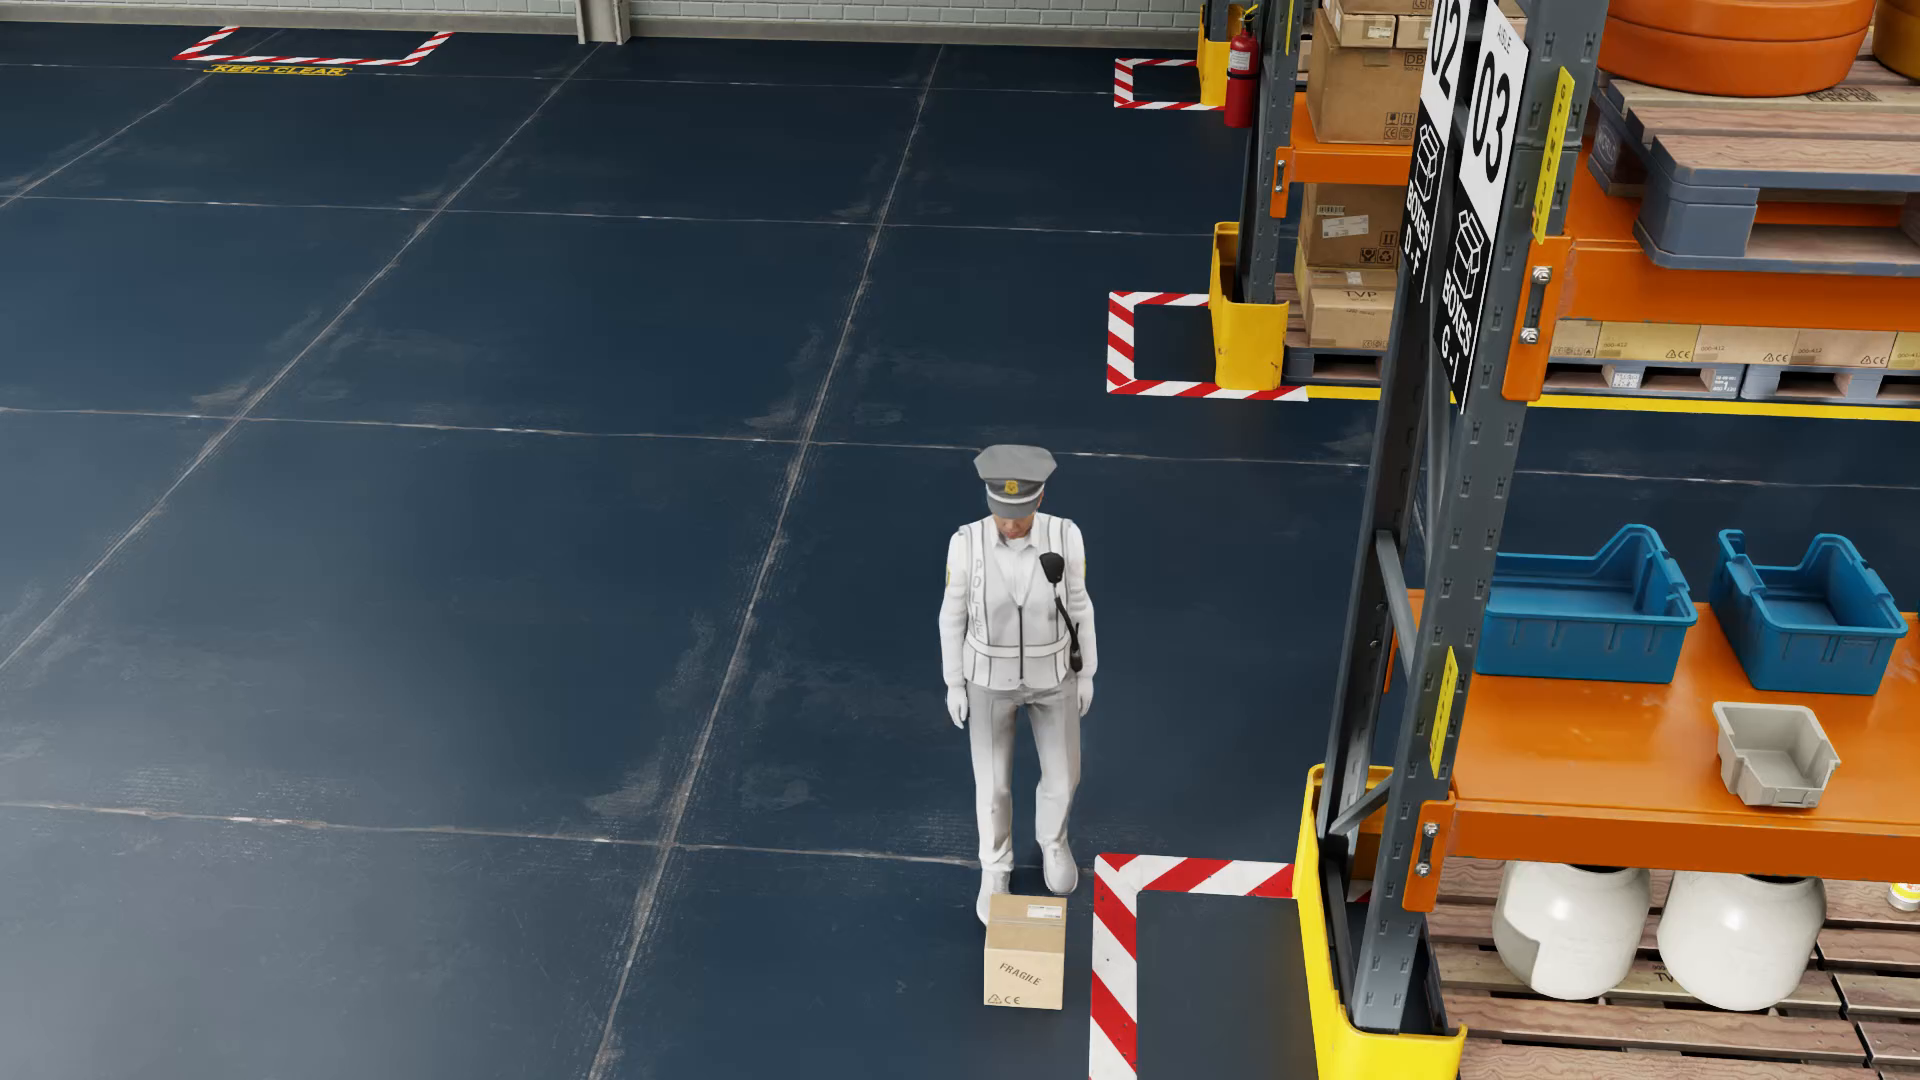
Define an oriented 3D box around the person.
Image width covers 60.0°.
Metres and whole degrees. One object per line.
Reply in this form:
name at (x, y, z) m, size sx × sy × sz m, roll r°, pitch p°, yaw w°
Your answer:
person at (0.190, 0.505, 5.336) m, size 0.508 × 1.698 × 0.426 m, roll -1°, pitch 32°, yaw -1°
